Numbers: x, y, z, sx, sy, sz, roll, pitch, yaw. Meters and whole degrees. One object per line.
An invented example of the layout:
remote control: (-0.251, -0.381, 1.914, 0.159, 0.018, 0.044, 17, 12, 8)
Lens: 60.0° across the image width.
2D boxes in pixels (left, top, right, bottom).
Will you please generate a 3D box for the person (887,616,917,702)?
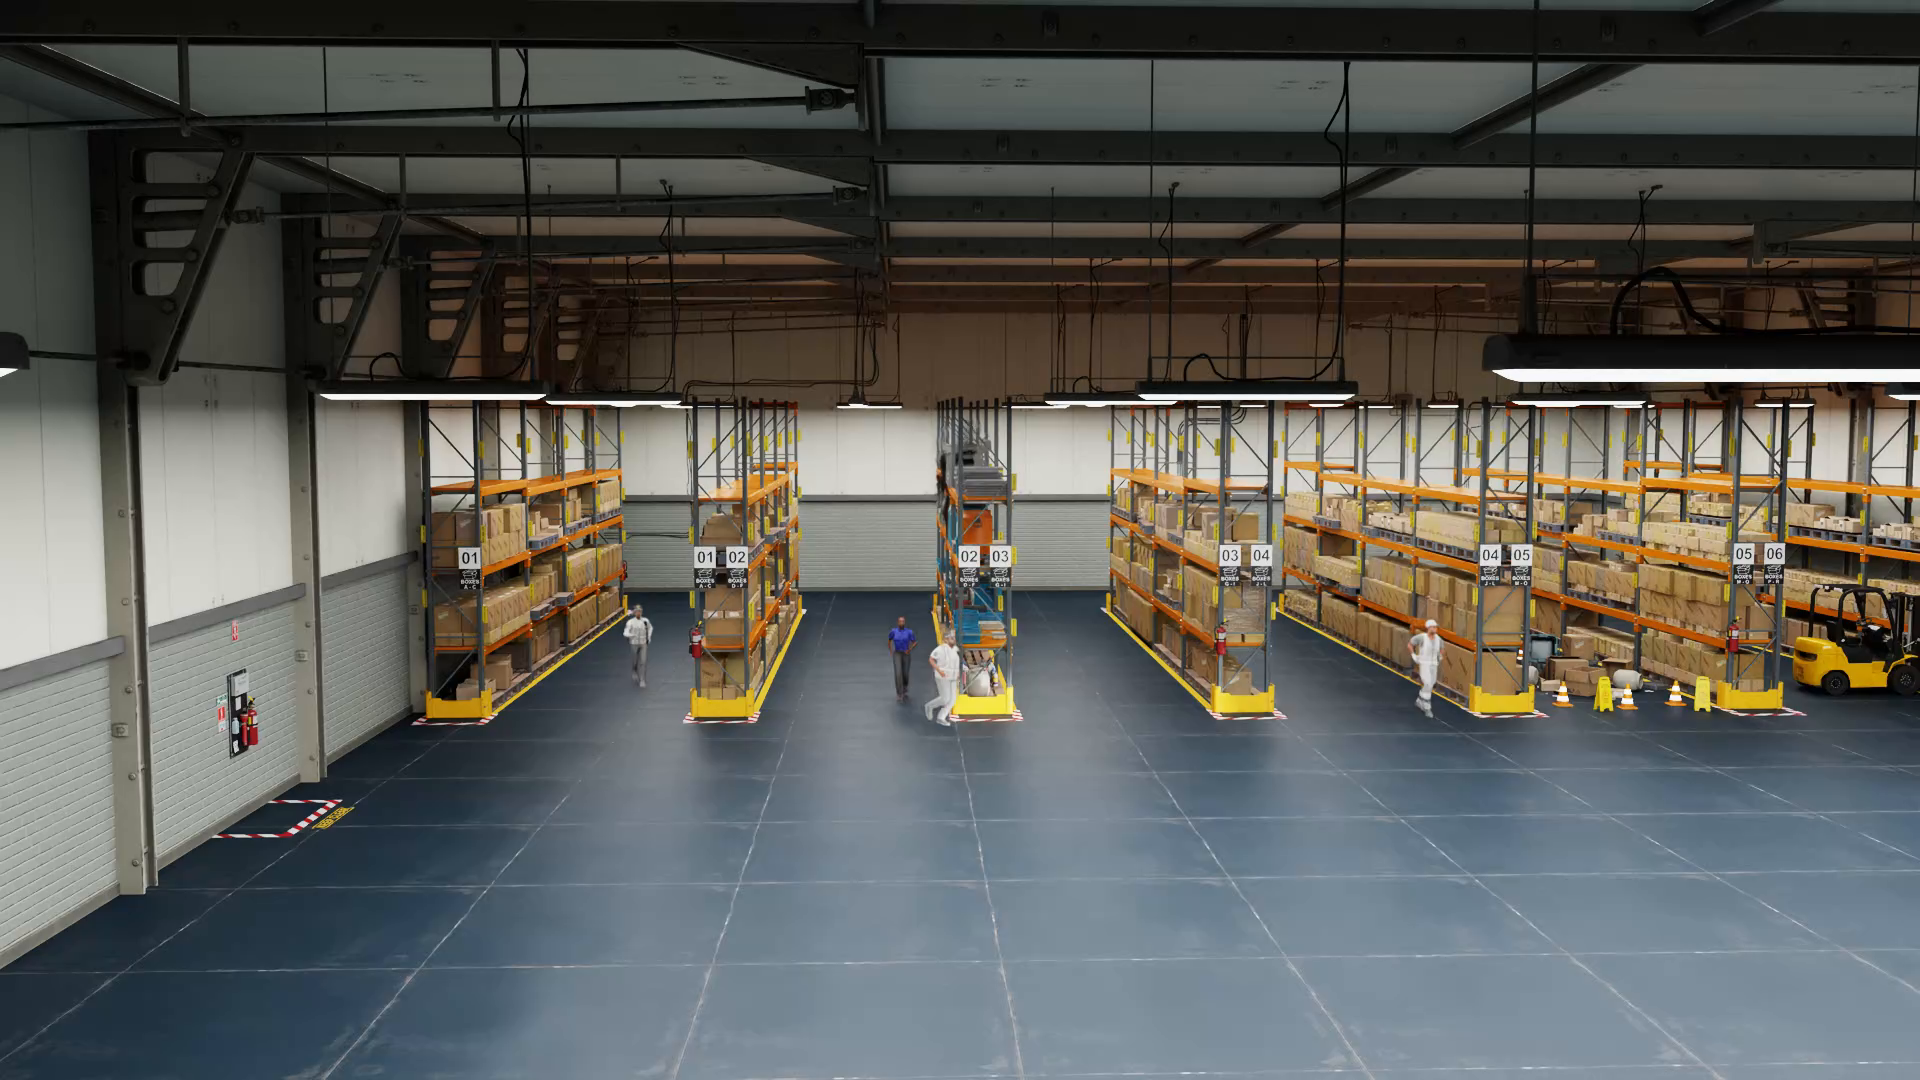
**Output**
person: (-1.160, 2.341, 33.198, 0.596, 1.662, 0.838, 0, 4, 0)

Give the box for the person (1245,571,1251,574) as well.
person: (8.263, 1.190, 48.253, 0.739, 1.673, 0.753, 4, 6, 45)

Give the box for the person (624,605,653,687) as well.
person: (-6.668, 2.175, 34.564, 0.617, 1.667, 0.938, -1, 5, -17)

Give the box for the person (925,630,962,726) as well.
person: (-0.264, 2.509, 30.537, 0.573, 1.739, 0.681, 4, 6, 45)

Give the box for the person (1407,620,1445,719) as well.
person: (8.870, 2.407, 31.425, 0.658, 1.817, 0.878, -1, 5, -18)
